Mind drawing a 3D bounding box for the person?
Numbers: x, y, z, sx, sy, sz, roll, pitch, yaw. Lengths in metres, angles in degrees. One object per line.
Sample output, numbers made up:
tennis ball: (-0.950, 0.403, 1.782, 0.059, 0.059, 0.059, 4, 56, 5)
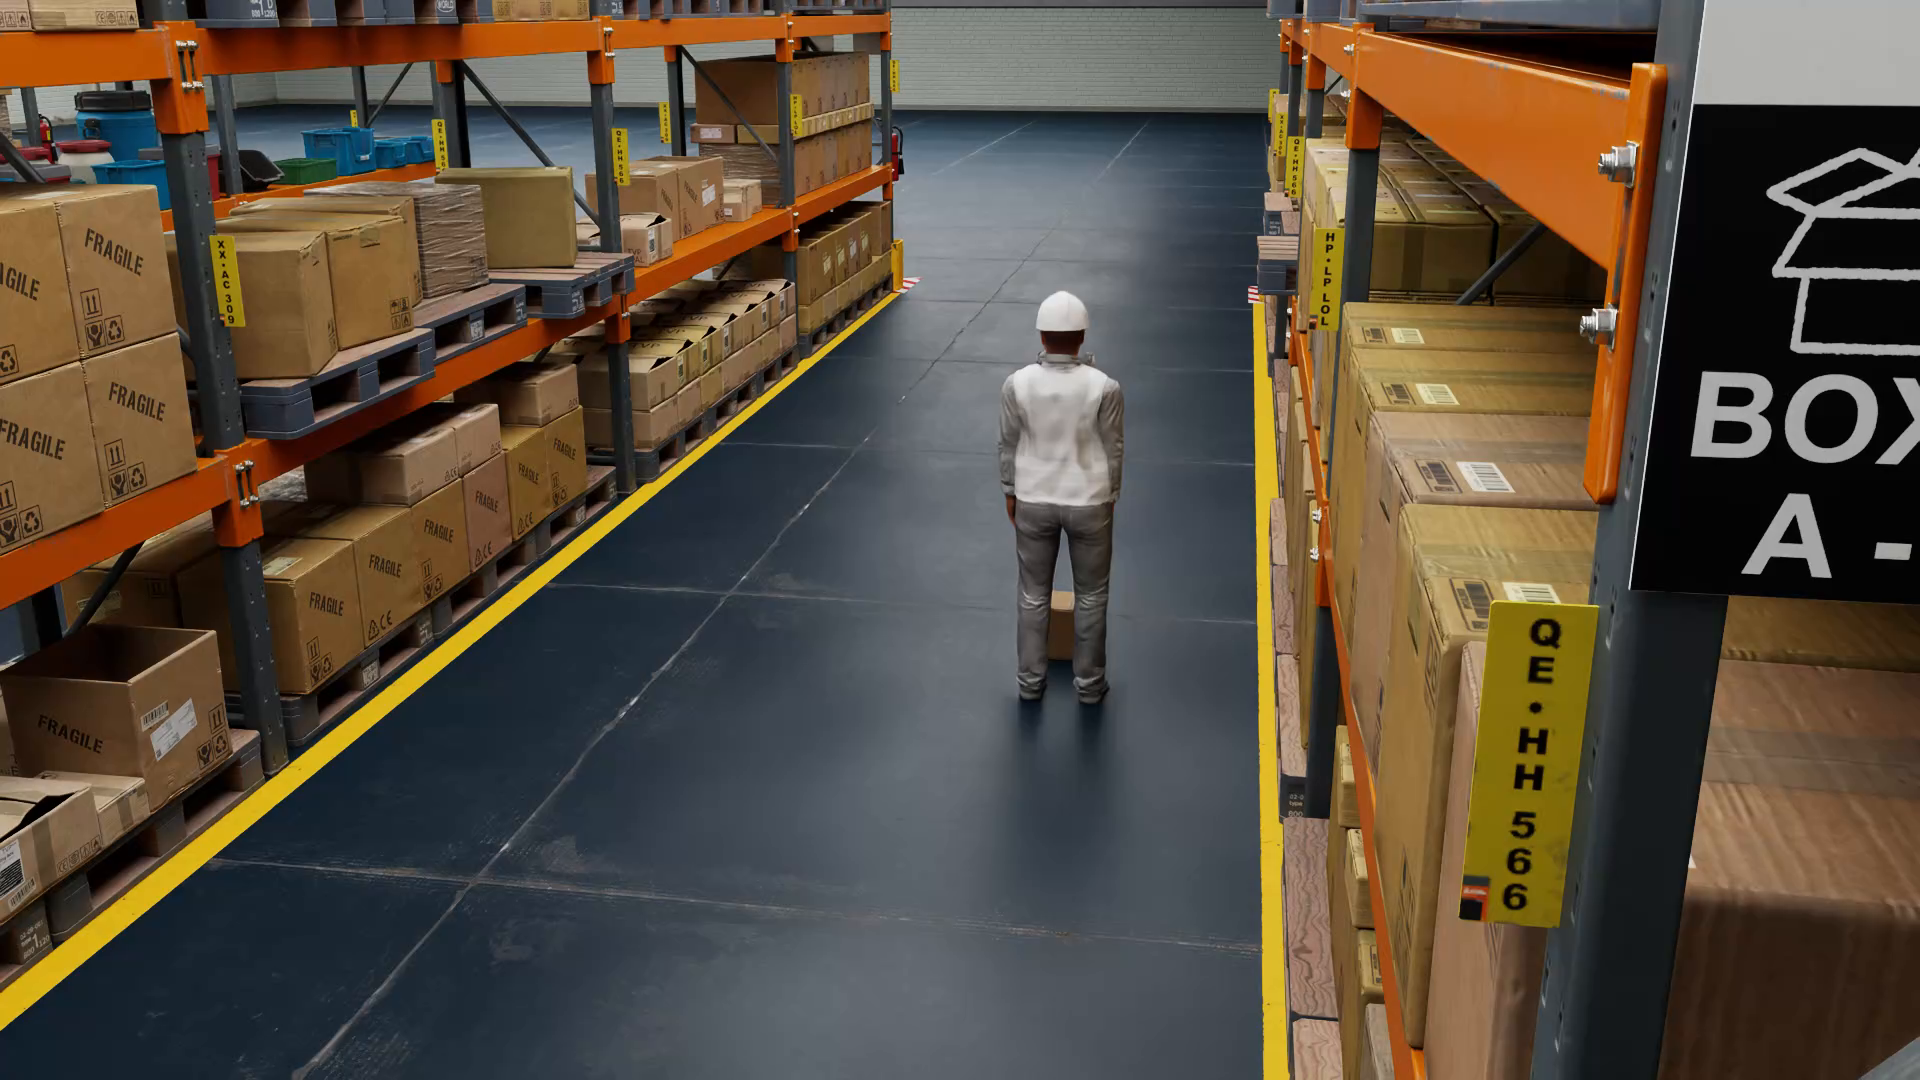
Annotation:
person: (0.424, -0.170, 7.061, 0.533, 1.764, 0.358, 4, 18, 11)
